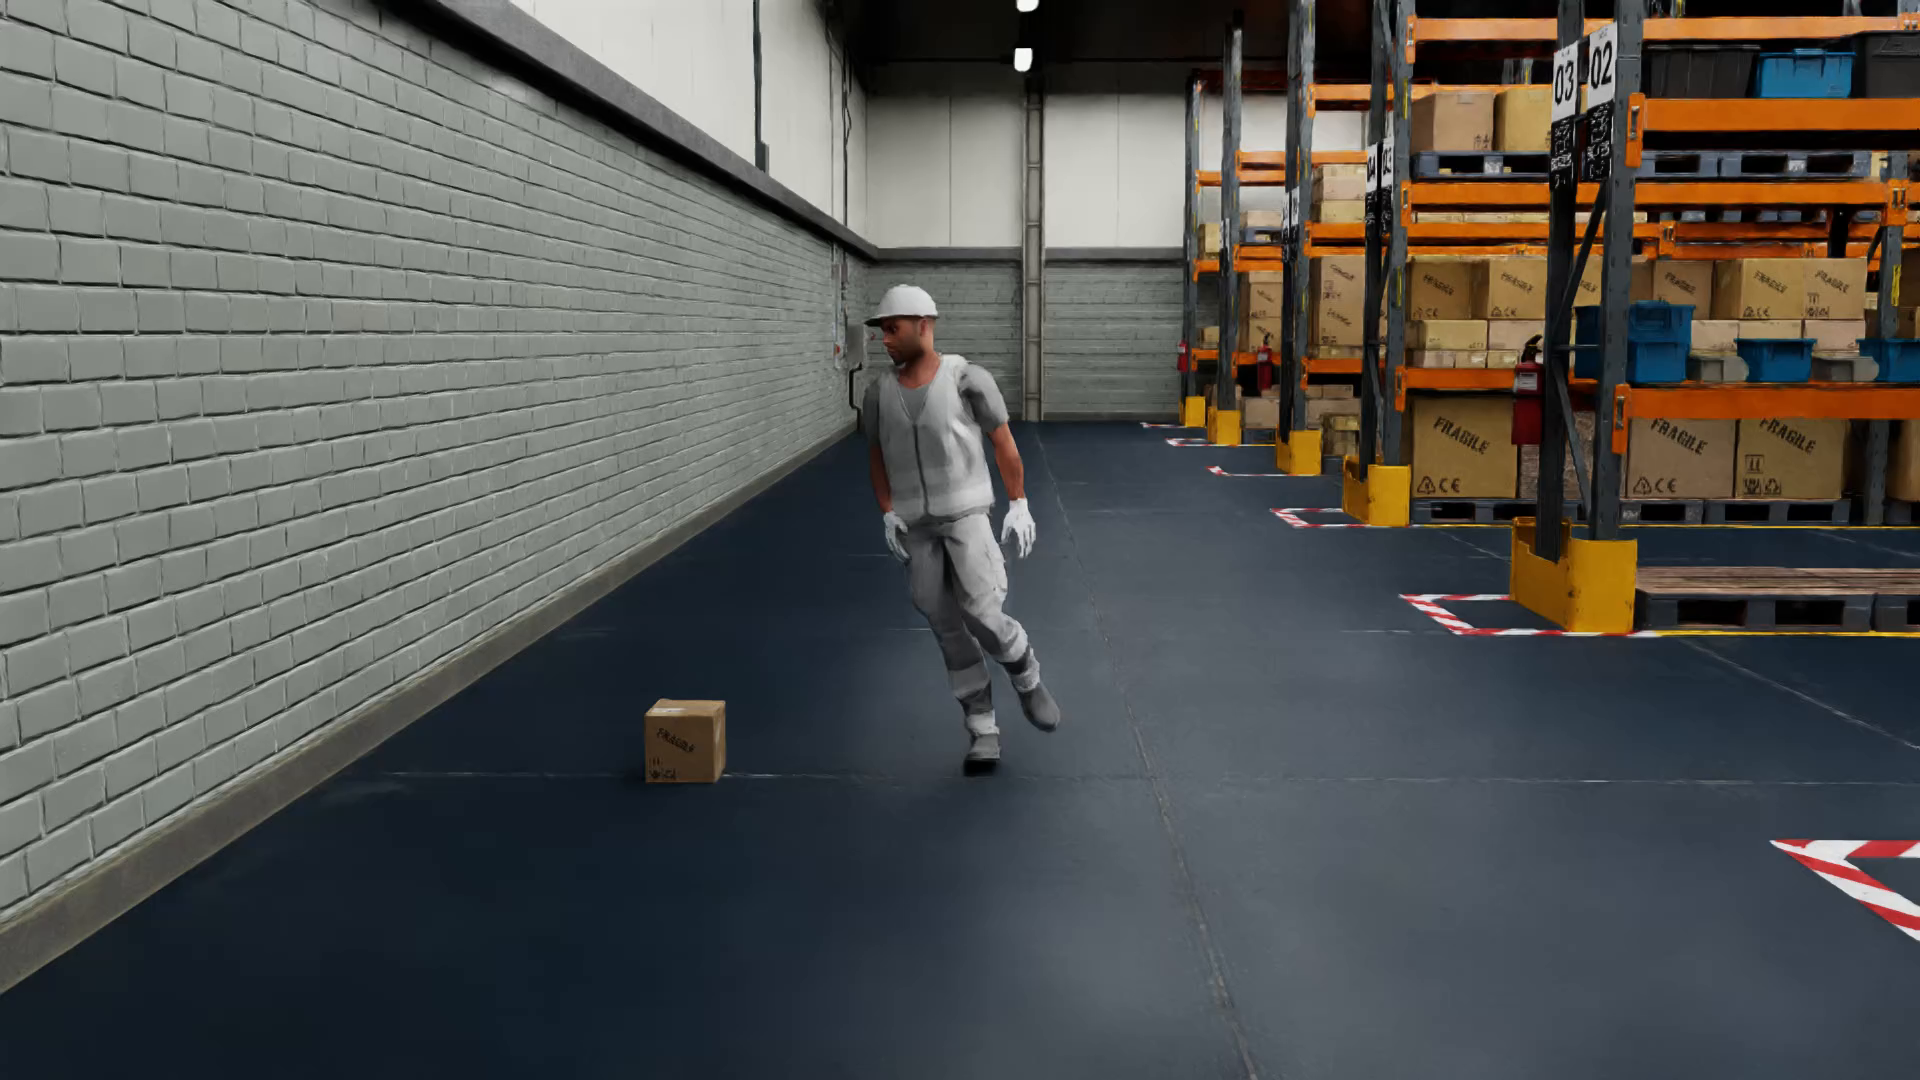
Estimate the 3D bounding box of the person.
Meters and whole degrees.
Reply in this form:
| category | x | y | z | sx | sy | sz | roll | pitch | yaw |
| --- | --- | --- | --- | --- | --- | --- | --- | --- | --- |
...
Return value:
| category | x | y | z | sx | sy | sz | roll | pitch | yaw |
| --- | --- | --- | --- | --- | --- | --- | --- | --- | --- |
| person | -0.014 | -0.056 | 6.171 | 0.731 | 1.761 | 0.519 | 2 | 7 | 18 |
